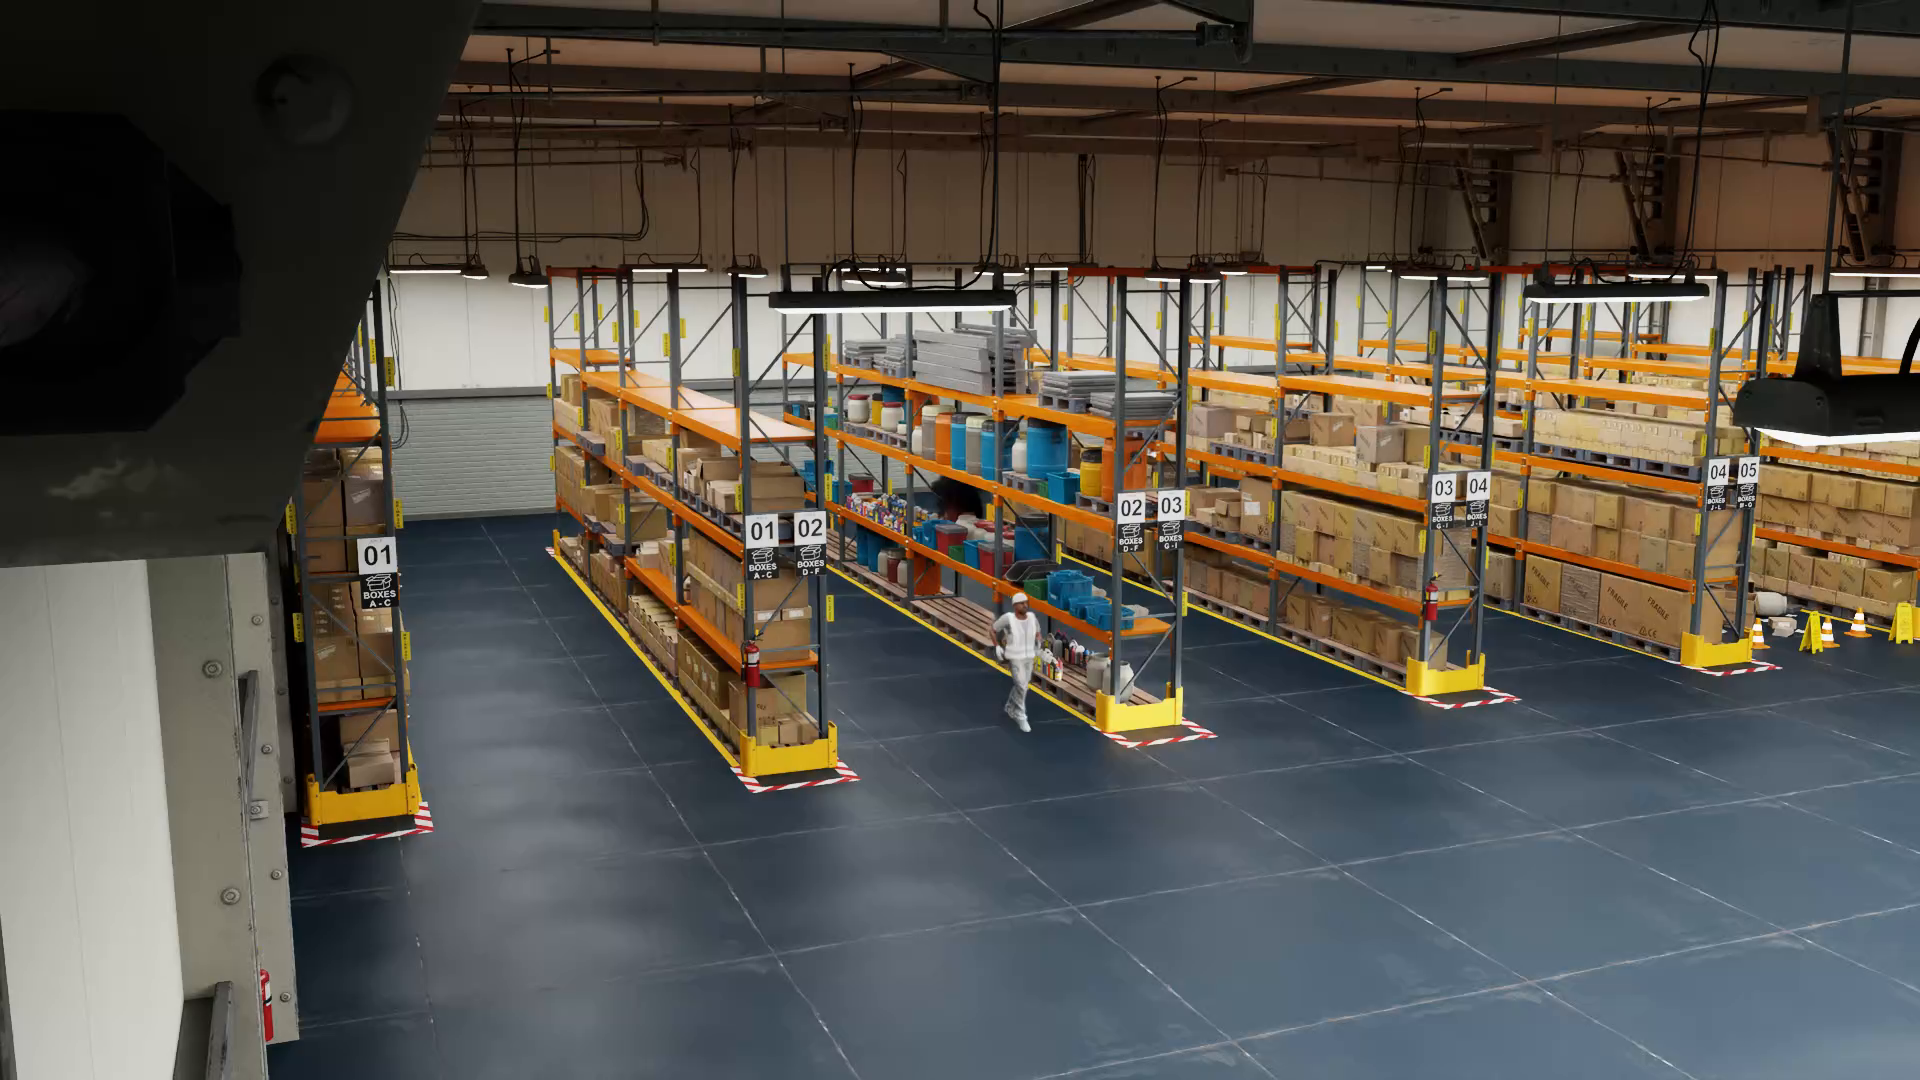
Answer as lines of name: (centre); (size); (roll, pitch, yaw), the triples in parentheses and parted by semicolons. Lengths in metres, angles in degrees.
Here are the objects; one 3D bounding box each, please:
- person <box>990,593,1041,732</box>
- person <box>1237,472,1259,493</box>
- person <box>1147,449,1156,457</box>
person: (0.807, 1.613, 22.308); (0.658, 1.839, 0.719); (-7, 12, -33)
person: (6.183, -0.634, 34.923); (0.660, 1.781, 0.987); (-4, 11, -20)
person: (4.588, -1.650, 41.214); (0.574, 1.704, 0.802); (-3, 10, -19)
